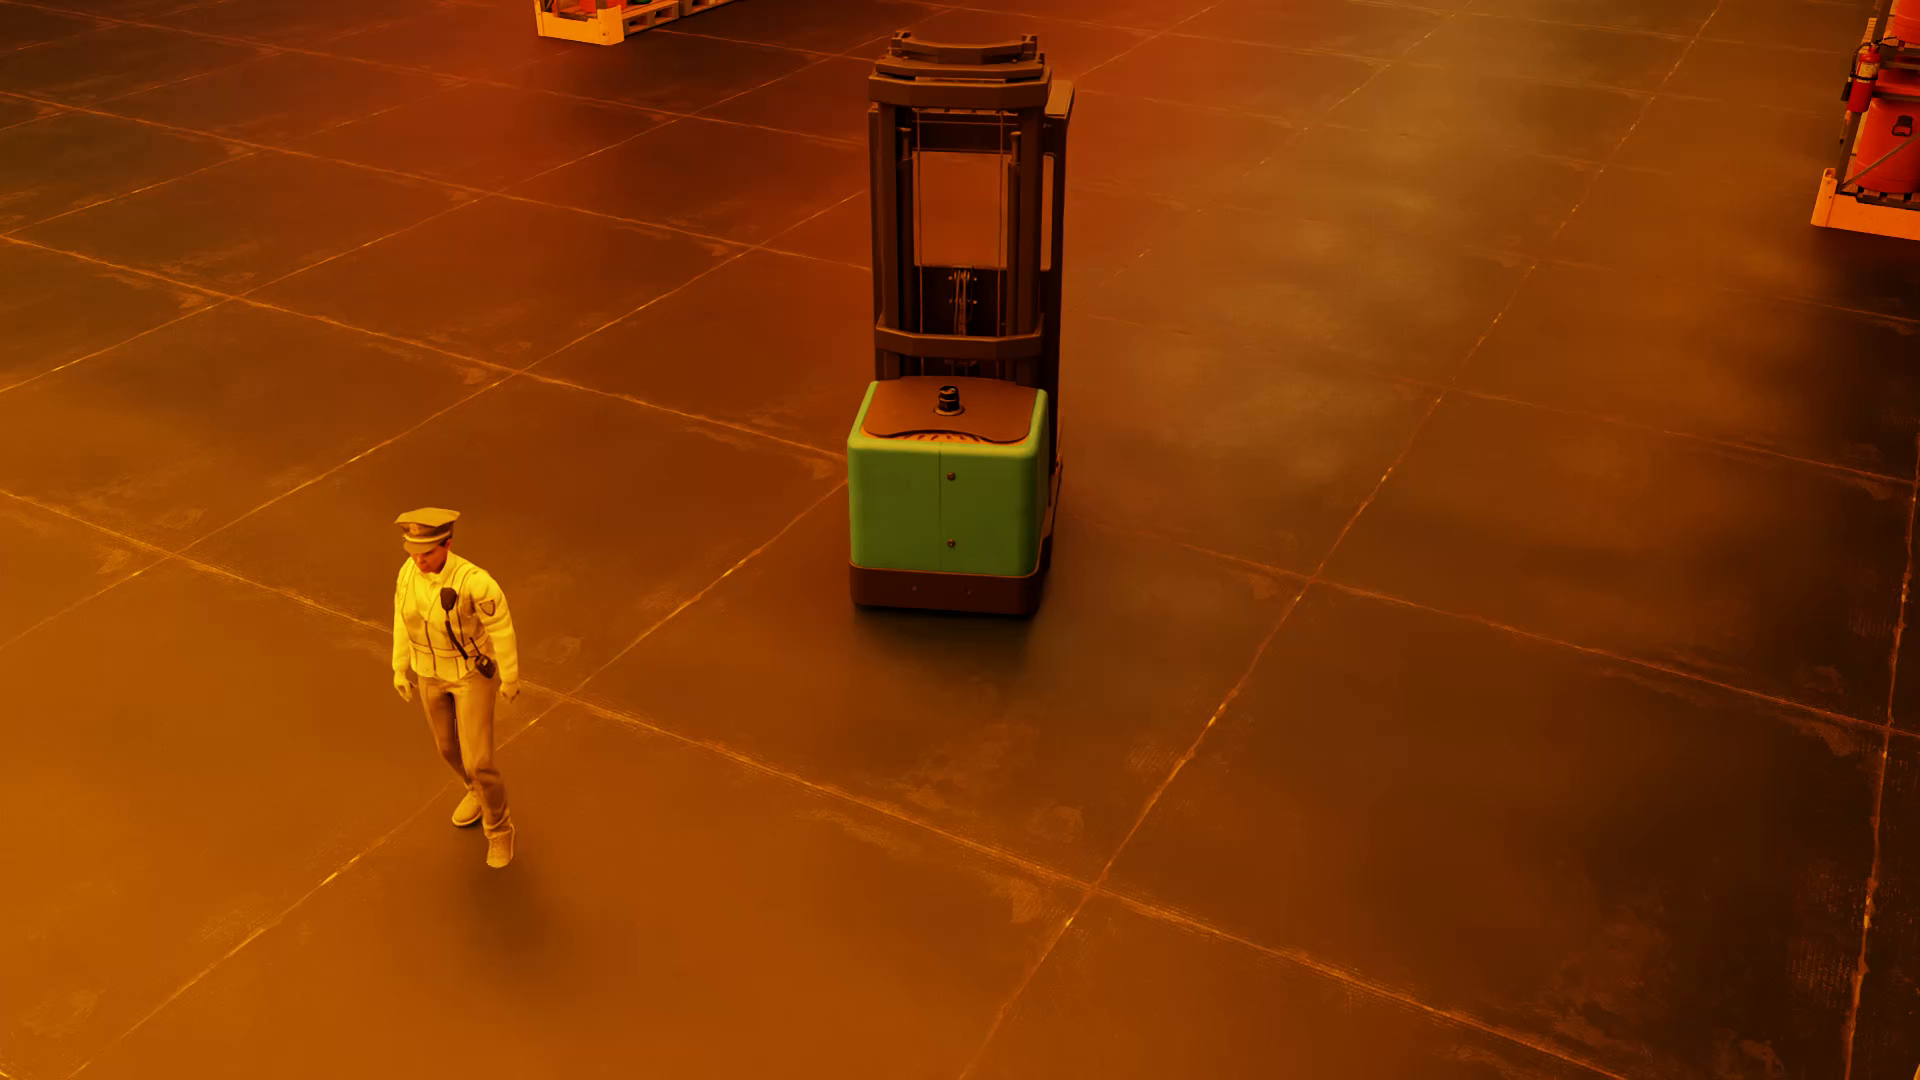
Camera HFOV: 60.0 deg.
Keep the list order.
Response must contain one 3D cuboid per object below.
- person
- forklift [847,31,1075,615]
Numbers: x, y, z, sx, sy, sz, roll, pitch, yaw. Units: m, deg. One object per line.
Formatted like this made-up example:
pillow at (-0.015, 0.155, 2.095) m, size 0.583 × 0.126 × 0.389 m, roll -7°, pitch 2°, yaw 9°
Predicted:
person at (-2.238, 0.641, 7.300) m, size 0.584 × 1.720 × 0.509 m, roll 10°, pitch 31°, yaw 16°
forklift at (0.072, -1.572, 9.794) m, size 1.130 × 2.935 × 3.031 m, roll 3°, pitch 30°, yaw 6°
